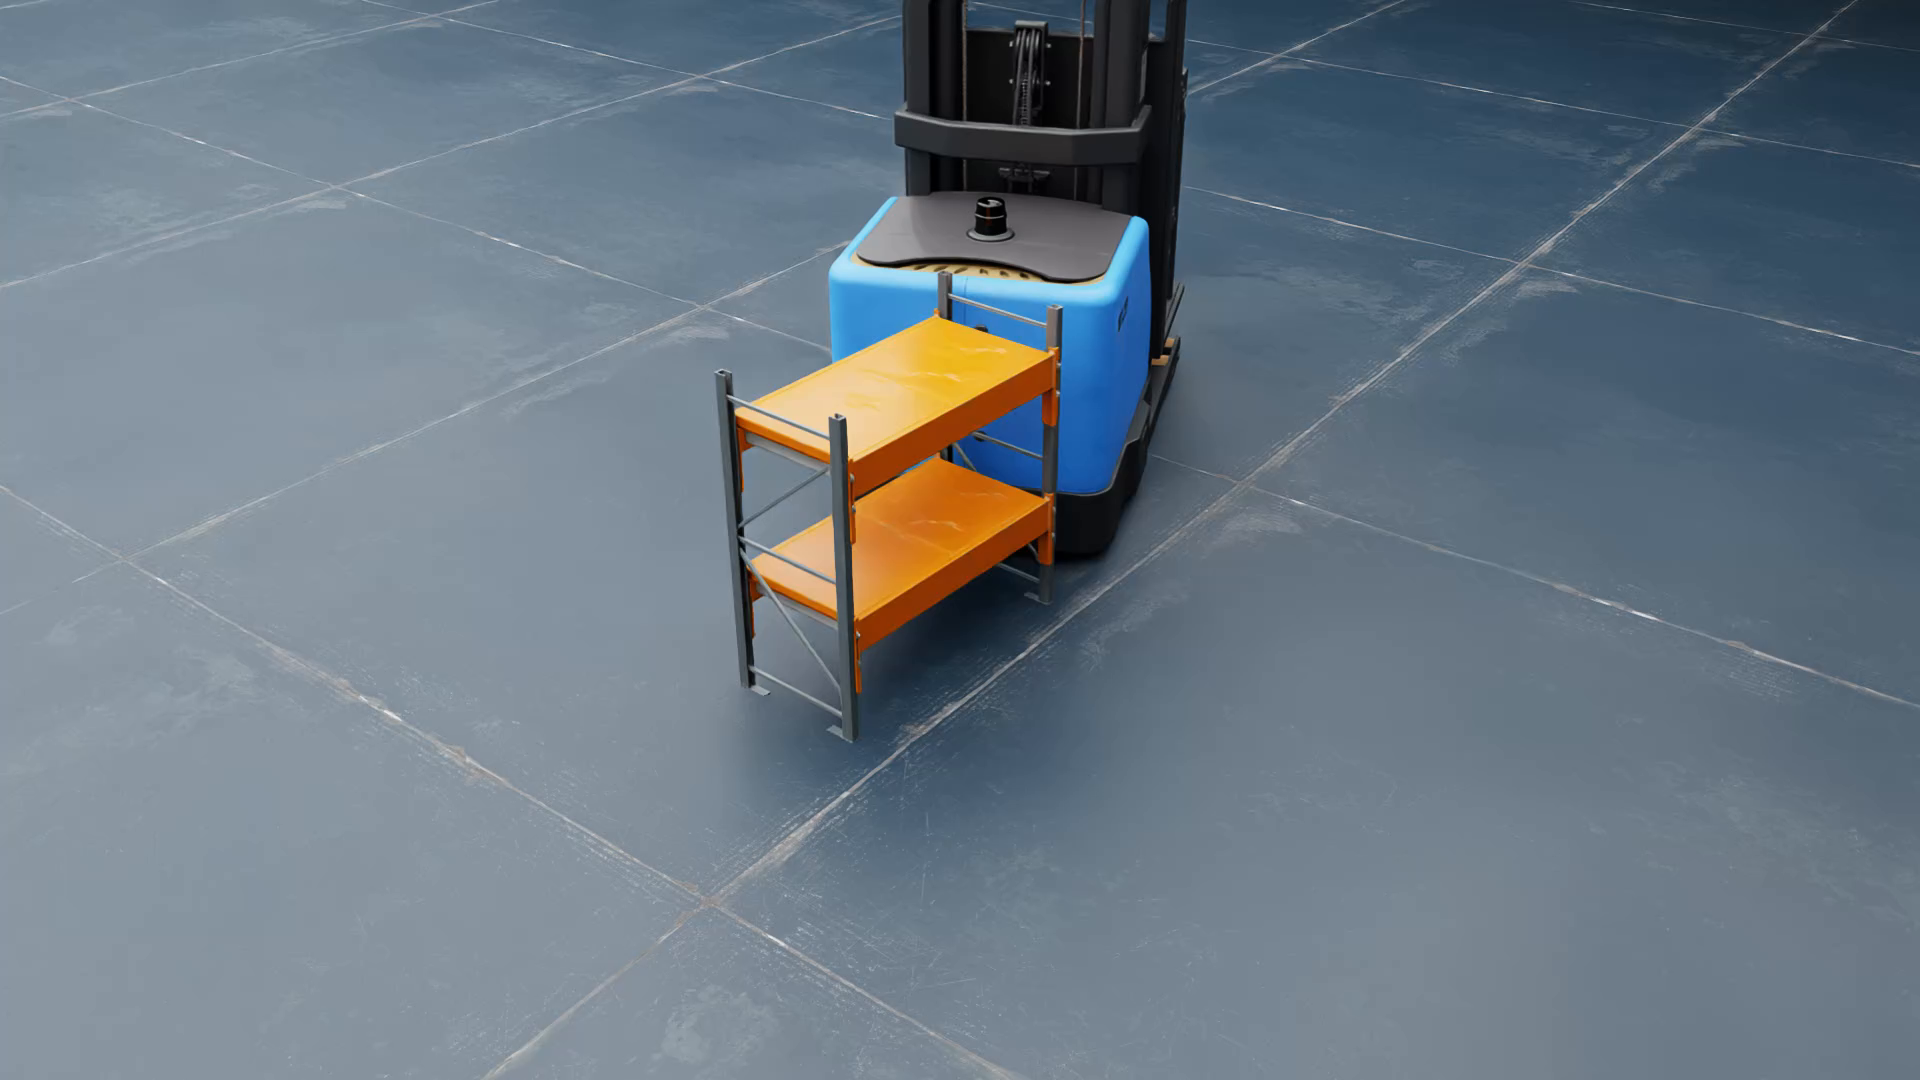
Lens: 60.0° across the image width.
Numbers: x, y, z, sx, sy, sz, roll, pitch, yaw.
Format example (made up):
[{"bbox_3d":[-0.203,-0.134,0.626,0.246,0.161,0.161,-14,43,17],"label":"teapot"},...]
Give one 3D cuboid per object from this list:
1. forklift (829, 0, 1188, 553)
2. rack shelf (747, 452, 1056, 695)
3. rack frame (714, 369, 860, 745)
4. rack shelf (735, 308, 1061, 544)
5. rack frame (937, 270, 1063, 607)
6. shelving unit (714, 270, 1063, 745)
[{"bbox_3d":[0.376,-1.952,6.668,1.130,2.935,3.031,7,31,12],"label":"forklift"},{"bbox_3d":[-0.195,0.076,5.497,0.538,0.278,1.000,23,37,33],"label":"rack shelf"},{"bbox_3d":[-0.517,0.067,5.034,0.500,1.125,0.032,23,37,33],"label":"rack frame"},{"bbox_3d":[-0.195,-0.386,5.223,0.538,0.278,1.000,23,37,33],"label":"rack shelf"},{"bbox_3d":[0.126,-0.335,5.711,0.500,1.125,0.032,23,37,33],"label":"rack frame"},{"bbox_3d":[-0.195,-0.134,5.373,0.538,1.125,1.048,23,37,33],"label":"shelving unit"}]
